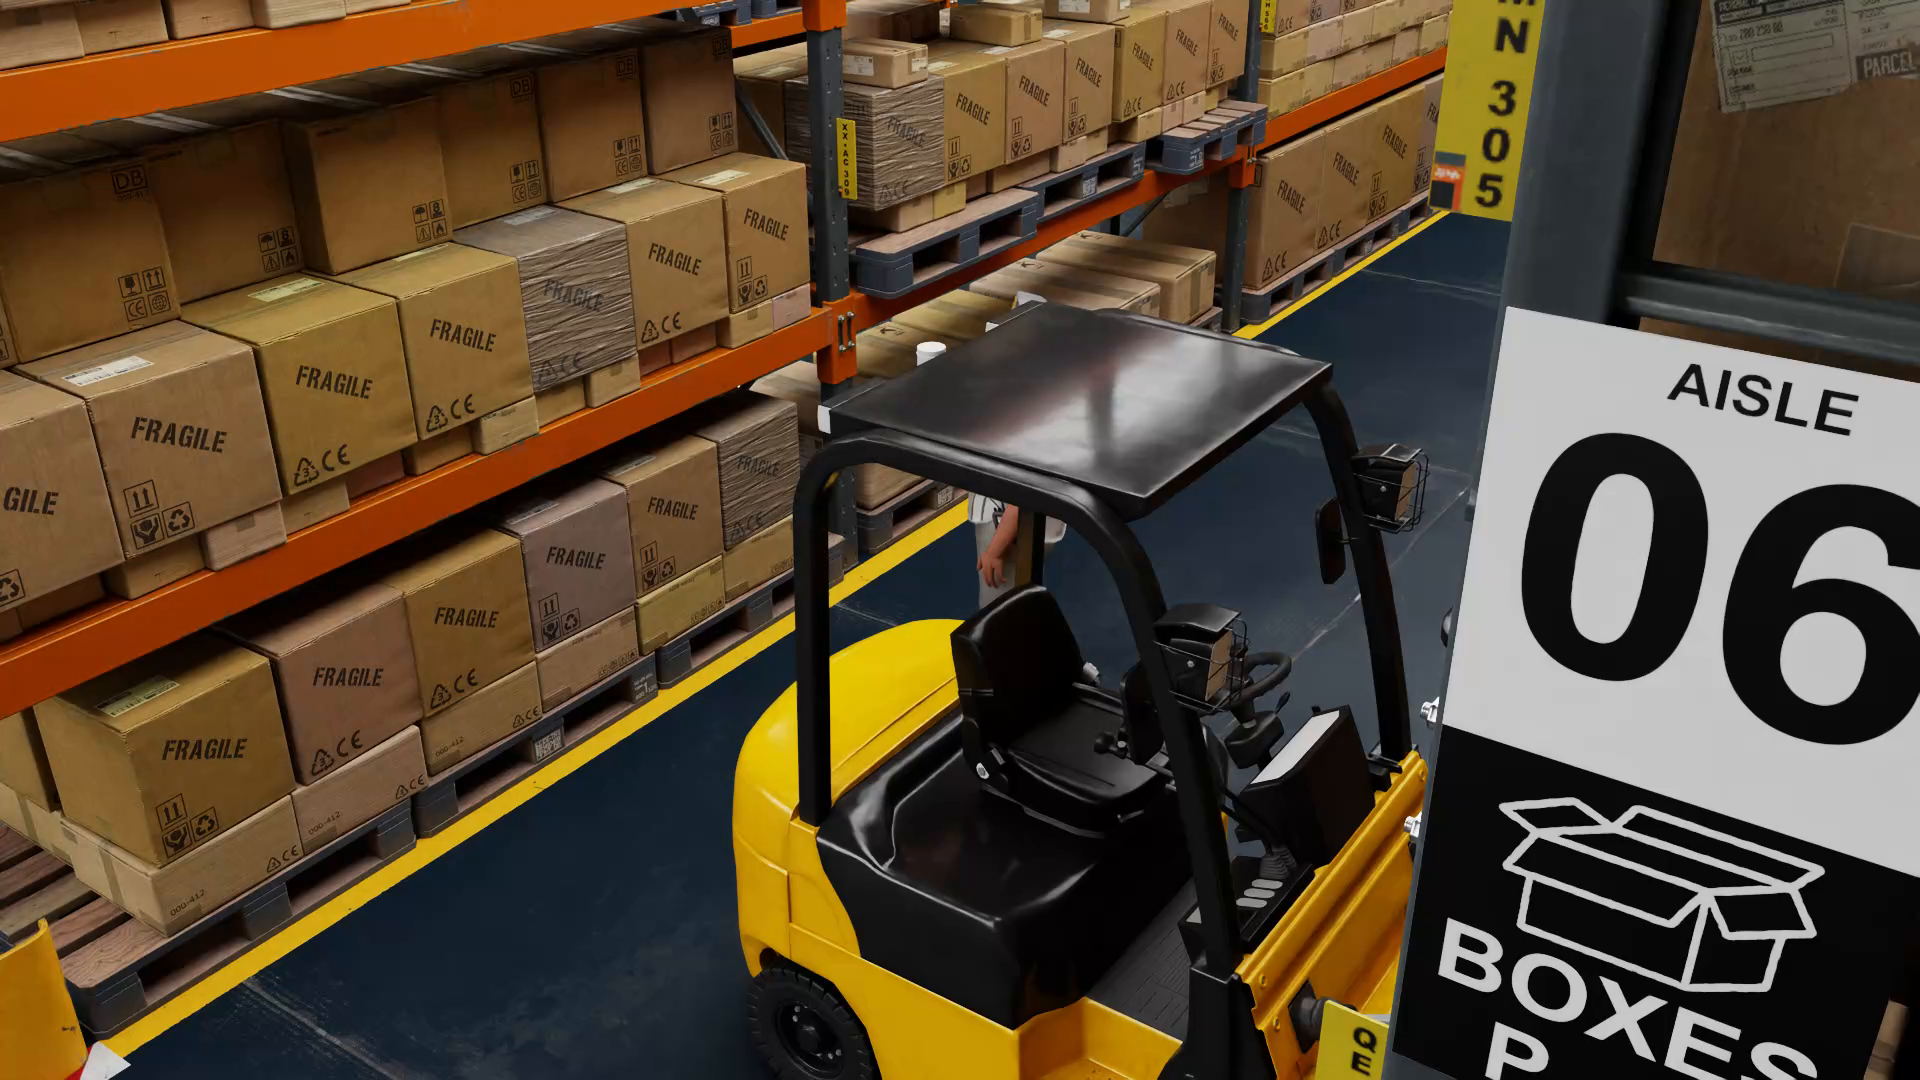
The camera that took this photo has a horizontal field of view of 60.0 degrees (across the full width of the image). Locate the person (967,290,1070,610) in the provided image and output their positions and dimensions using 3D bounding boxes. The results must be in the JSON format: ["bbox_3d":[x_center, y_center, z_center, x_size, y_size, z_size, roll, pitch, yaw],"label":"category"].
[{"bbox_3d":[0.135,-0.094,6.240,0.574,1.781,0.641,5,27,9],"label":"person"}]
